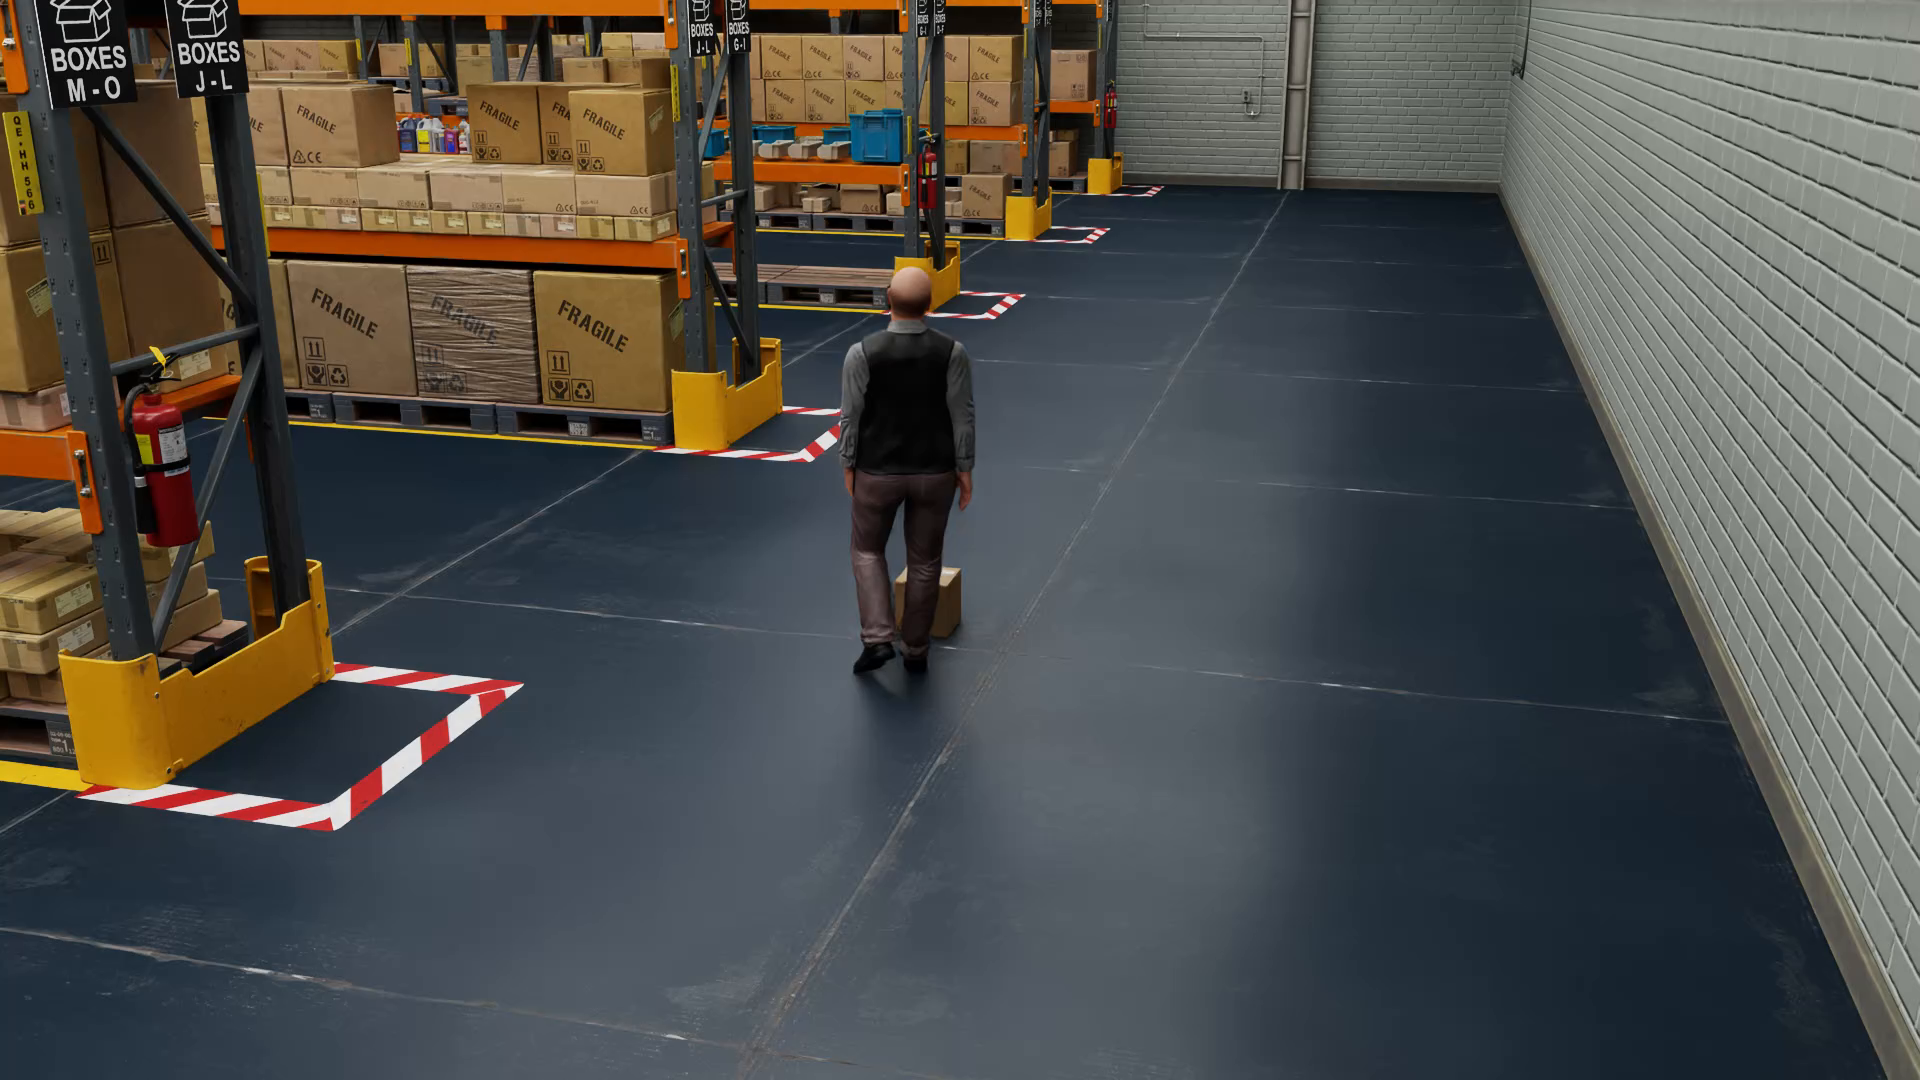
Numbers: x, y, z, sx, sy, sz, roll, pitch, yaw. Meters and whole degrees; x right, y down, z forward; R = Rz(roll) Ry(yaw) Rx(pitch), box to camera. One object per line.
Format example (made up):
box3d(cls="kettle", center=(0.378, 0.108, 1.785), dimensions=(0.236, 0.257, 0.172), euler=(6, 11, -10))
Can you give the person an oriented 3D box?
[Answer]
box3d(cls="person", center=(-0.222, -0.269, 6.906), dimensions=(0.557, 1.736, 0.479), euler=(-2, 18, -8))
